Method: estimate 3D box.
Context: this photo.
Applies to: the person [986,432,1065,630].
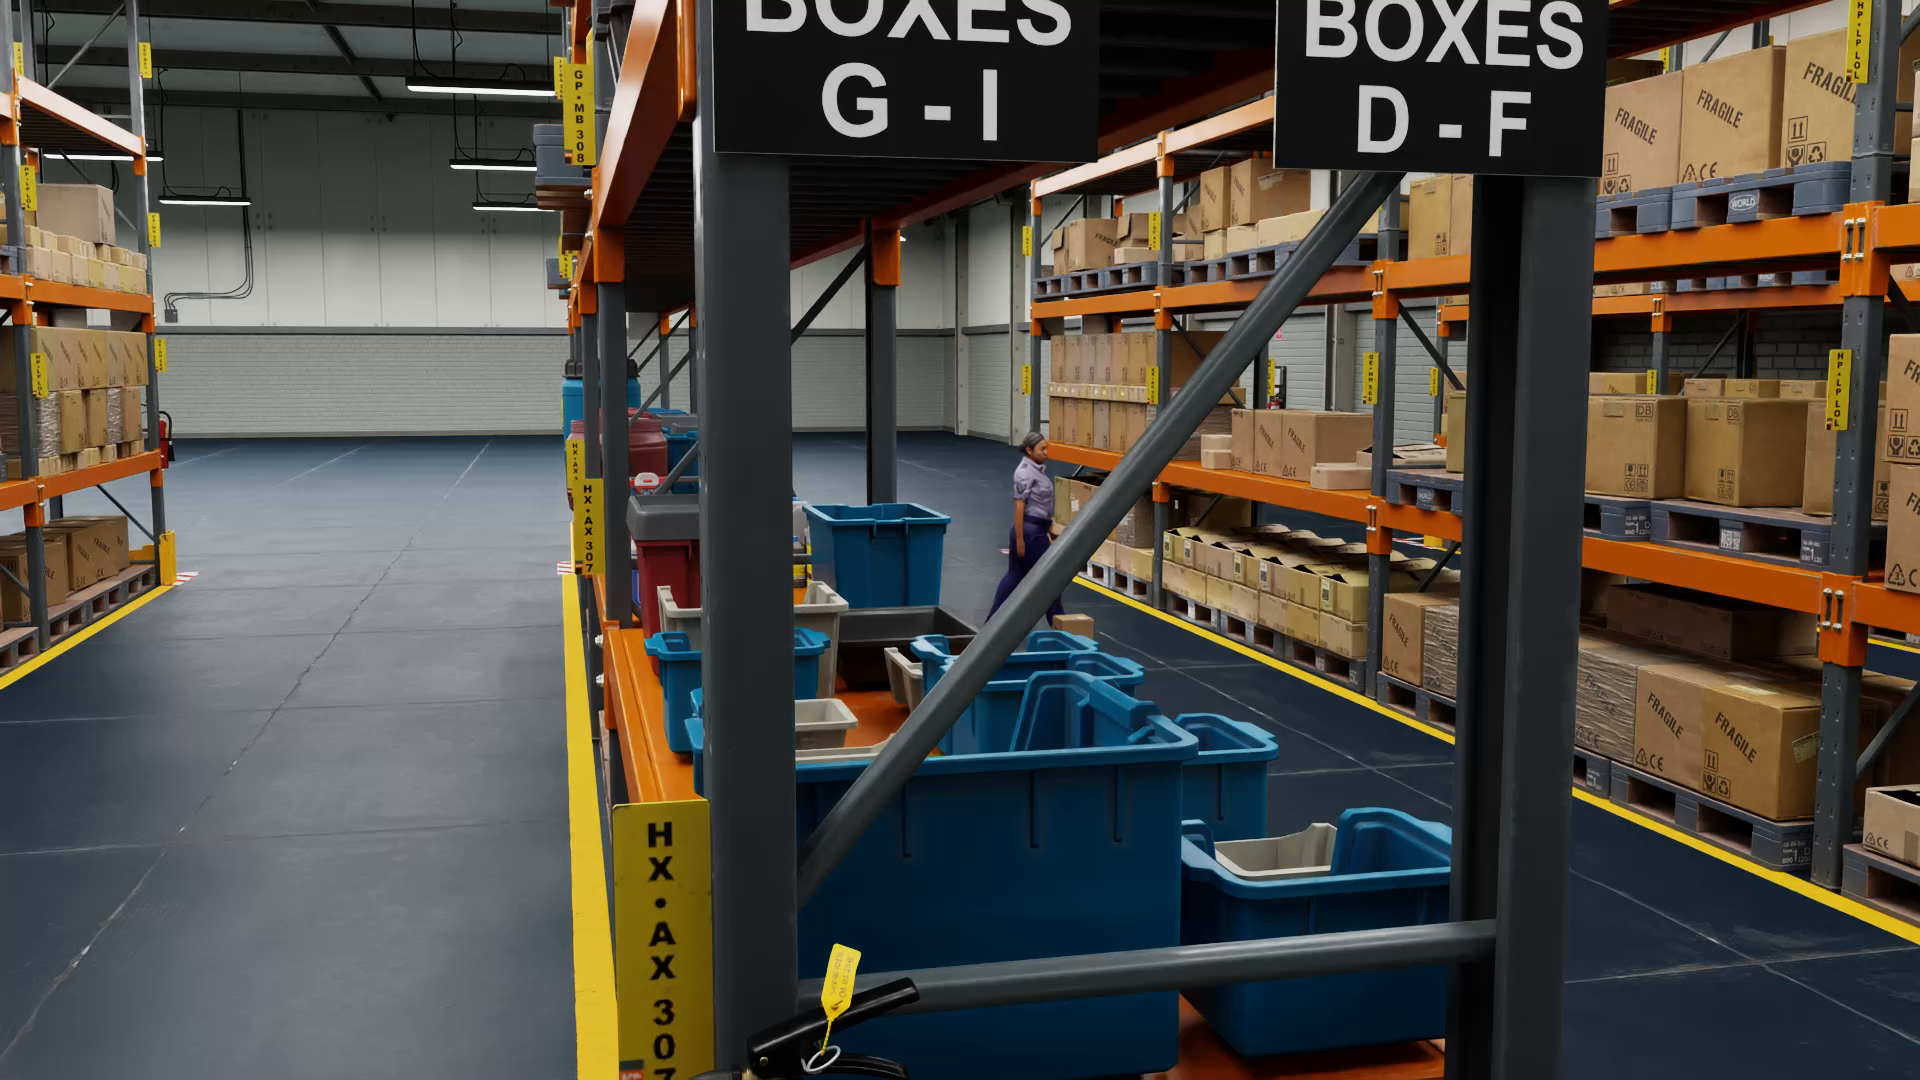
[{"bbox_3d":[0.611,-0.044,13.142,0.828,1.623,0.553,1,6,7],"label":"person"}]
